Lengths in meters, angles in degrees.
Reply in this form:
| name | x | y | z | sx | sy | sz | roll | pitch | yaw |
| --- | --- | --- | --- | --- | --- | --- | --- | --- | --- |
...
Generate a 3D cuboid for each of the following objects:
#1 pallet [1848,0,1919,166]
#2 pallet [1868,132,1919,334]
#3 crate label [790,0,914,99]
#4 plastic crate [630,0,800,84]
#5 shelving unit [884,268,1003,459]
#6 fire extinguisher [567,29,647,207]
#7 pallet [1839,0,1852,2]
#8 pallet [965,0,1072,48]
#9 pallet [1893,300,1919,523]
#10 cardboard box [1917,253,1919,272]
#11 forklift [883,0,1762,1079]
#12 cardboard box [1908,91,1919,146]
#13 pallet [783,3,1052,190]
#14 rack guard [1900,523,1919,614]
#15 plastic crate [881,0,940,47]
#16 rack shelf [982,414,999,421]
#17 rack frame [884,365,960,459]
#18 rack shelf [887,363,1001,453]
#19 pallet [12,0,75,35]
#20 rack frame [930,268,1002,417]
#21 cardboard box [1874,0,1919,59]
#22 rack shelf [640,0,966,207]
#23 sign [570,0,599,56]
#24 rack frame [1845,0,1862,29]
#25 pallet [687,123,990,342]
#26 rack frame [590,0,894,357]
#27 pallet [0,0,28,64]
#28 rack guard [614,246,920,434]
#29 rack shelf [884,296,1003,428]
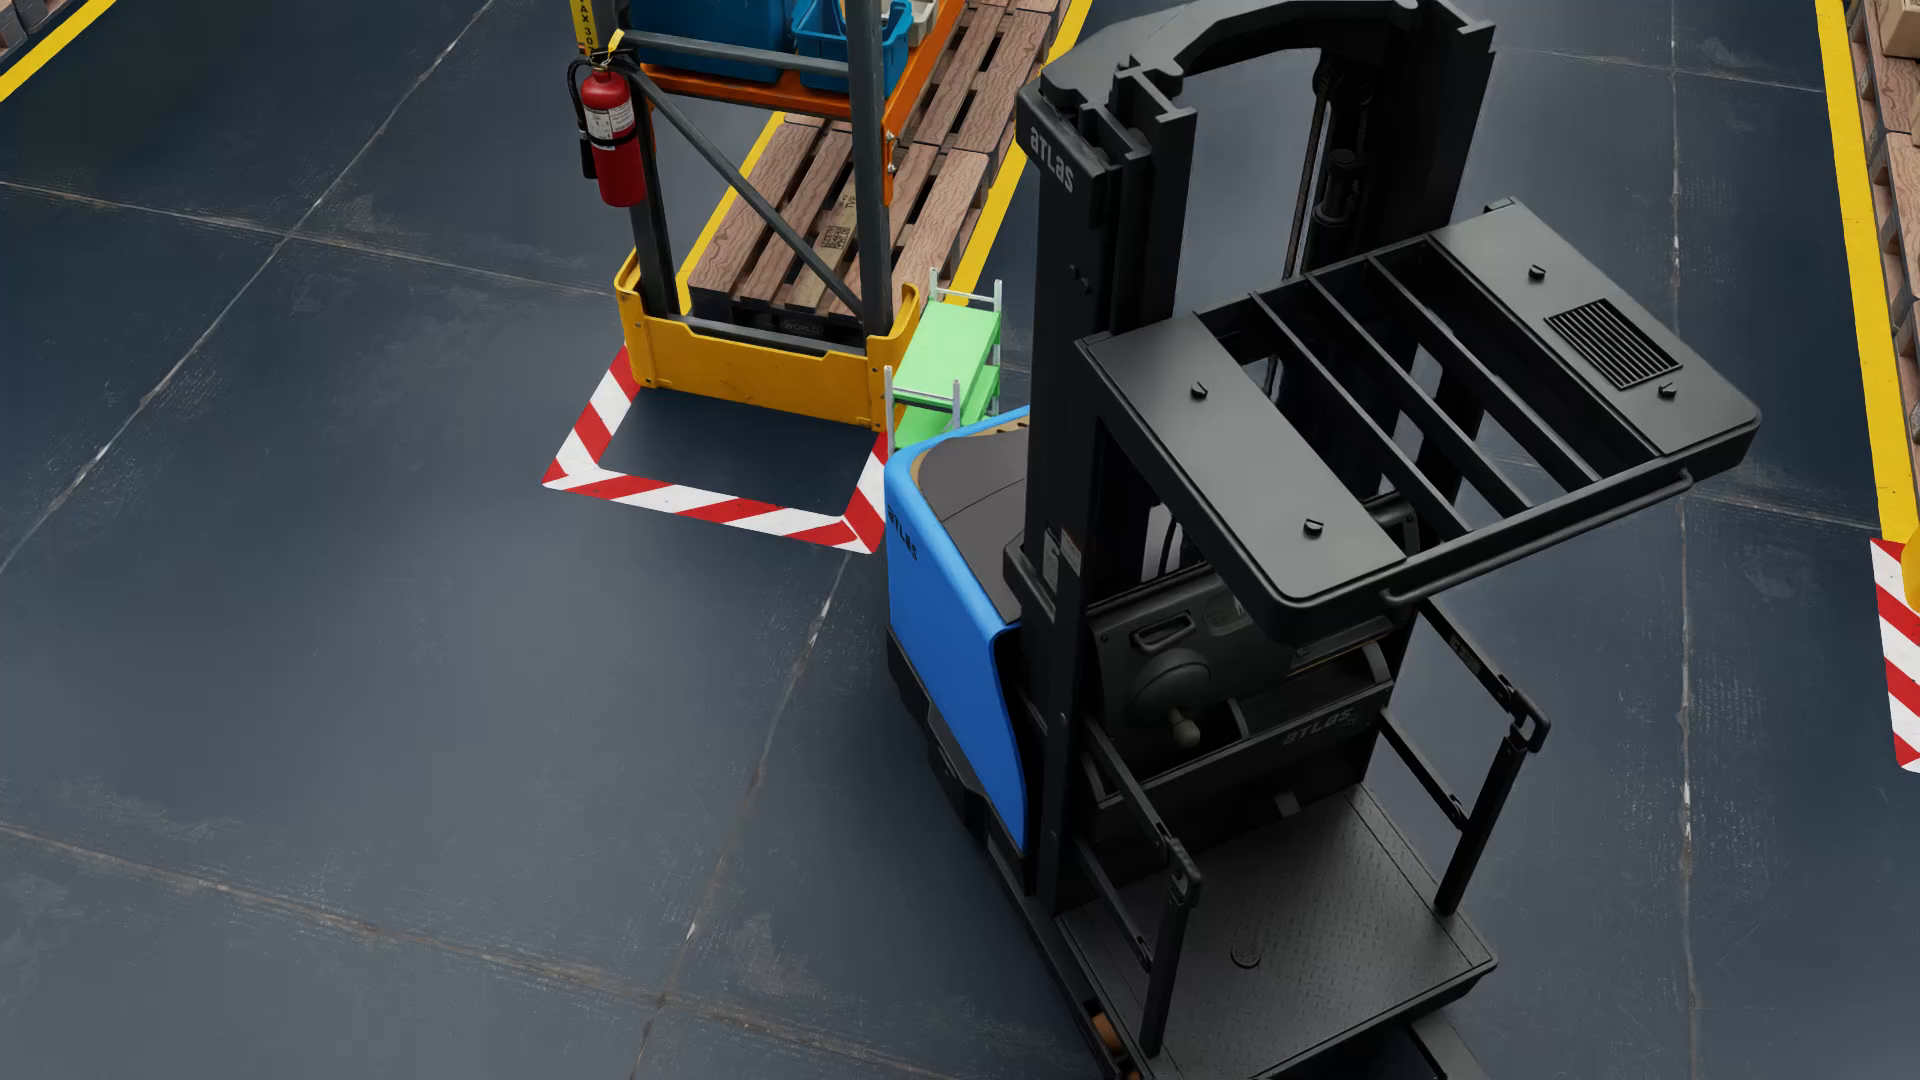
| name | x | y | z | sx | sy | sz | roll | pitch | yaw |
| --- | --- | --- | --- | --- | --- | --- | --- | --- | --- |
| pallet | 4.891 | -2.157 | 8.014 | 1.003 | 0.211 | 1.213 | 12 | 50 | 10 |
| pallet | 4.572 | -1.272 | 7.232 | 1.003 | 0.211 | 1.213 | 12 | 50 | 10 |
| crate label | -0.375 | -1.742 | 5.858 | 0.416 | 0.233 | 0.303 | 12 | 50 | 10 |
| plastic crate | -0.850 | -1.974 | 5.928 | 0.616 | 0.435 | 0.499 | 12 | 50 | 10 |
| shelving unit | -0.049 | -0.287 | 5.703 | 0.258 | 1.200 | 0.503 | 12 | 50 | 10 |
| fire extinguisher | -1.236 | -1.495 | 5.869 | 0.296 | 0.674 | 0.183 | 12 | 50 | 10 |
| pallet | 5.250 | -3.250 | 8.978 | 1.003 | 0.211 | 1.213 | 12 | 50 | 10 |
| pallet | 0.139 | -3.095 | 8.841 | 1.003 | 0.211 | 1.213 | 12 | 50 | 10 |
| pallet | 4.249 | -0.393 | 6.456 | 1.003 | 0.211 | 1.213 | 12 | 50 | 10 |
| cardboard box | 4.204 | -1.042 | 6.710 | 0.500 | 0.250 | 0.500 | 12 | 50 | 10 |
| forklift | 0.844 | 0.318 | 4.014 | 1.130 | 2.935 | 3.031 | -20 | 52 | -17 |
| cardboard box | 4.535 | -1.896 | 7.519 | 0.380 | 0.166 | 0.250 | 12 | 50 | 10 |
| pallet | -0.180 | -2.210 | 8.059 | 1.003 | 0.211 | 1.213 | 12 | 50 | 10 |
| rack guard | 4.040 | 0.089 | 5.838 | 1.175 | 0.500 | 0.348 | 12 | 50 | 10 |
| plastic crate | -0.211 | -1.926 | 6.085 | 0.250 | 0.136 | 0.298 | 12 | 50 | 10 |
| rack shelf | -0.049 | -0.245 | 5.751 | 0.258 | 0.148 | 0.480 | 12 | 50 | 10 |
| rack frame | -0.116 | -0.112 | 5.548 | 0.240 | 1.200 | 0.015 | 12 | 50 | 10 |
| rack shelf | -0.049 | -0.404 | 5.571 | 0.258 | 0.148 | 0.480 | 12 | 50 | 10 |
| pallet | -5.078 | -3.192 | 8.926 | 1.003 | 0.211 | 1.213 | 12 | 50 | 10 |
| rack frame | 0.018 | -0.463 | 5.858 | 0.240 | 1.200 | 0.015 | 12 | 50 | 10 |
| cardboard box | 4.753 | -2.572 | 8.019 | 0.500 | 0.311 | 0.500 | 12 | 50 | 10 |
| rack shelf | -0.232 | -2.872 | 7.264 | 1.077 | 0.370 | 4.000 | 12 | 50 | 10 |
| sign | -1.293 | -1.815 | 5.742 | 0.100 | 0.325 | 0.005 | 12 | 50 | 10 |
| rack frame | 5.073 | -3.577 | 7.406 | 1.000 | 3.000 | 0.127 | 12 | 50 | 10 |
| pallet | -0.503 | -1.330 | 7.283 | 1.003 | 0.211 | 1.213 | 12 | 50 | 10 |
| rack frame | -0.758 | -1.664 | 5.718 | 1.000 | 3.000 | 0.127 | 12 | 50 | 10 |
| pallet | -5.401 | -2.312 | 8.150 | 1.003 | 0.211 | 1.213 | 12 | 50 | 10 |
| rack guard | -0.752 | -0.817 | 6.637 | 1.175 | 0.500 | 0.348 | 12 | 50 | 10 |
| rack shelf | -0.049 | -0.563 | 5.391 | 0.258 | 0.148 | 0.480 | 12 | 50 | 10 |
